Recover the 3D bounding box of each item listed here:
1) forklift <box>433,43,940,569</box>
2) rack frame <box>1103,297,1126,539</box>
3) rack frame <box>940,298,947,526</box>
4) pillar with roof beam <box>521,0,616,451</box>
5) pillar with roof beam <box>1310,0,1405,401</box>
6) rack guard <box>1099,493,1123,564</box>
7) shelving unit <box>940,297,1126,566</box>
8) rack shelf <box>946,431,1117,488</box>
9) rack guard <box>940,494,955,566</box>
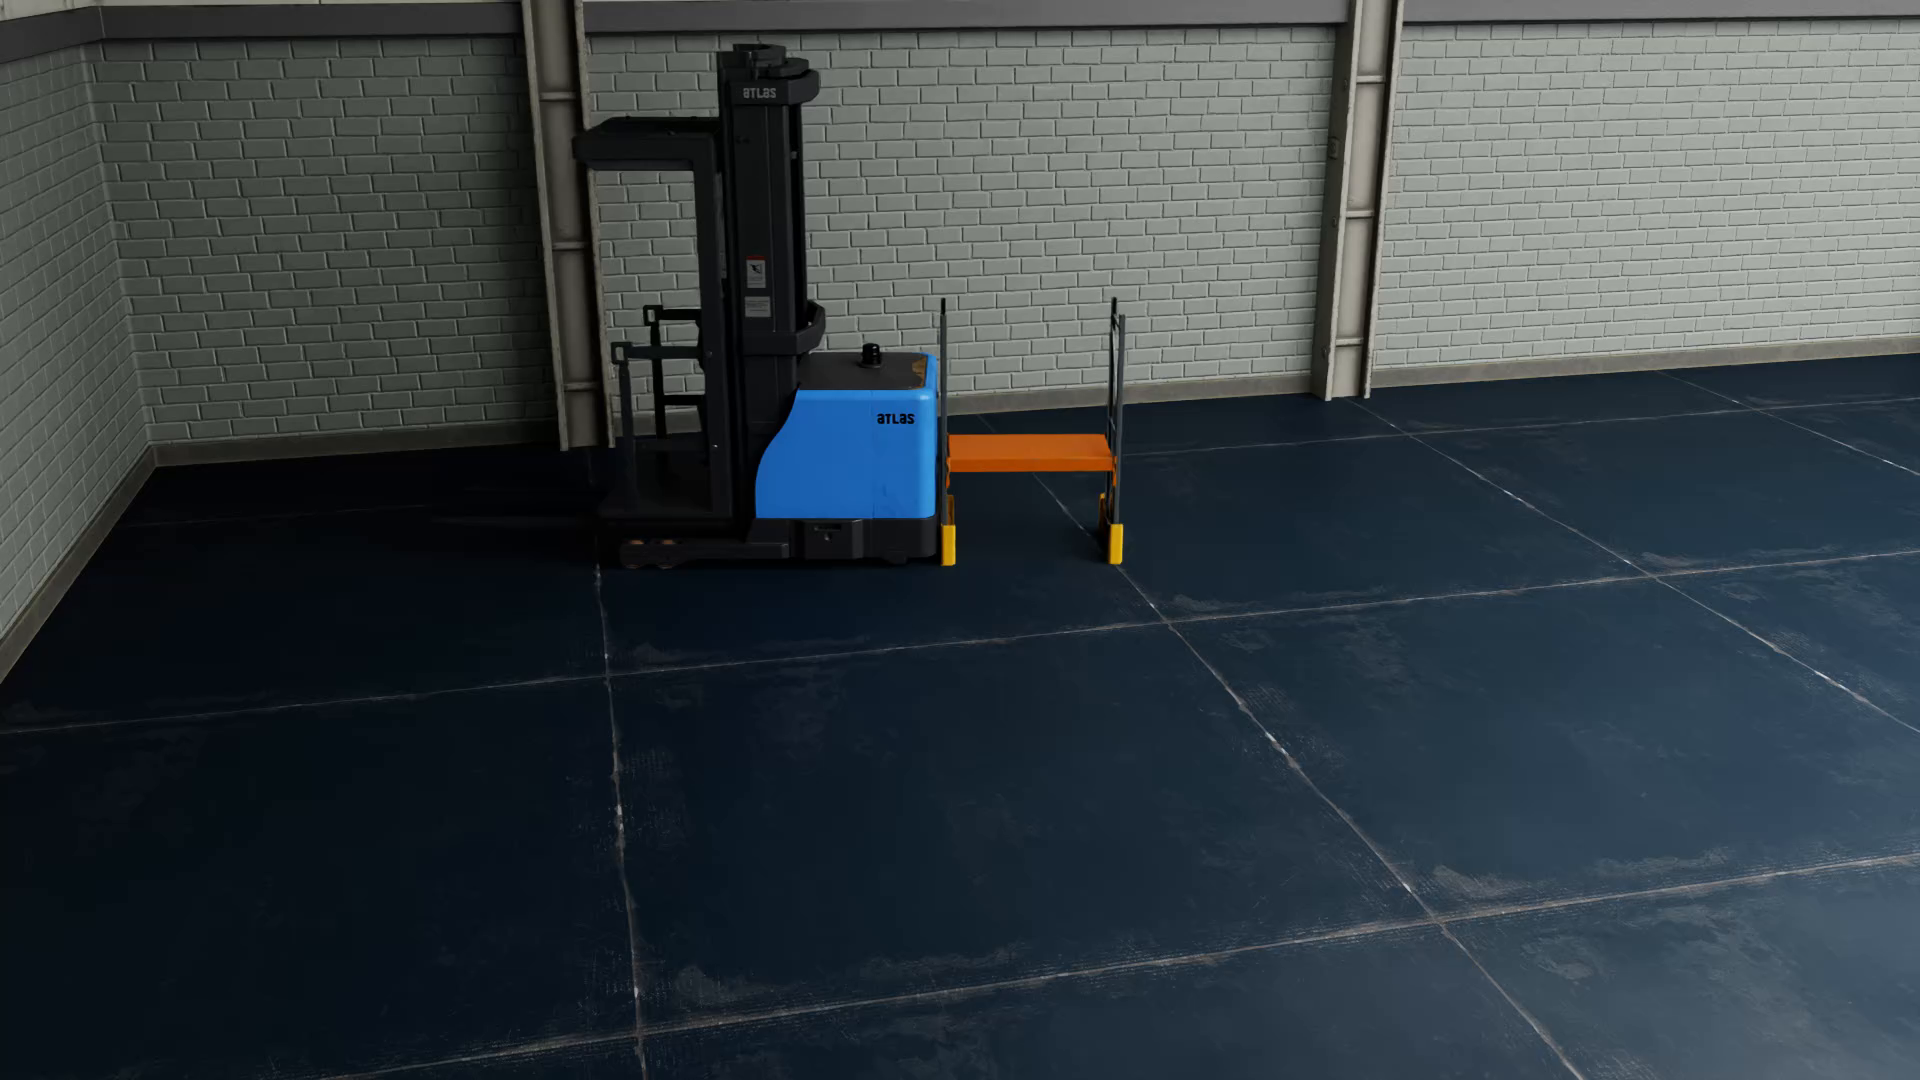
[{"bbox_3d":[-1.647,-1.388,9.843,3.031,2.935,1.130,0,20,0],"label":"forklift"},{"bbox_3d":[0.921,-0.660,9.936,0.032,1.500,0.500,0,20,-1],"label":"rack frame"},{"bbox_3d":[-0.096,-0.652,9.915,0.032,1.500,0.500,0,20,-1],"label":"rack frame"},{"bbox_3d":[-1.757,-3.496,6.776,0.400,9.000,9.100,-5,21,-12],"label":"pillar with roof beam"},{"bbox_3d":[4.082,-3.971,8.072,0.400,9.000,9.100,-5,21,-12],"label":"pillar with roof beam"},{"bbox_3d":[0.920,-0.073,10.151,0.087,0.250,0.587,0,20,-1],"label":"rack guard"},{"bbox_3d":[0.422,-0.656,9.925,1.083,1.500,0.587,0,20,-1],"label":"shelving unit"},{"bbox_3d":[0.413,-0.487,9.987,1.000,0.185,0.538,0,20,-1],"label":"rack shelf"},{"bbox_3d":[-0.076,-0.065,10.130,0.087,0.250,0.587,0,20,-1],"label":"rack guard"}]
